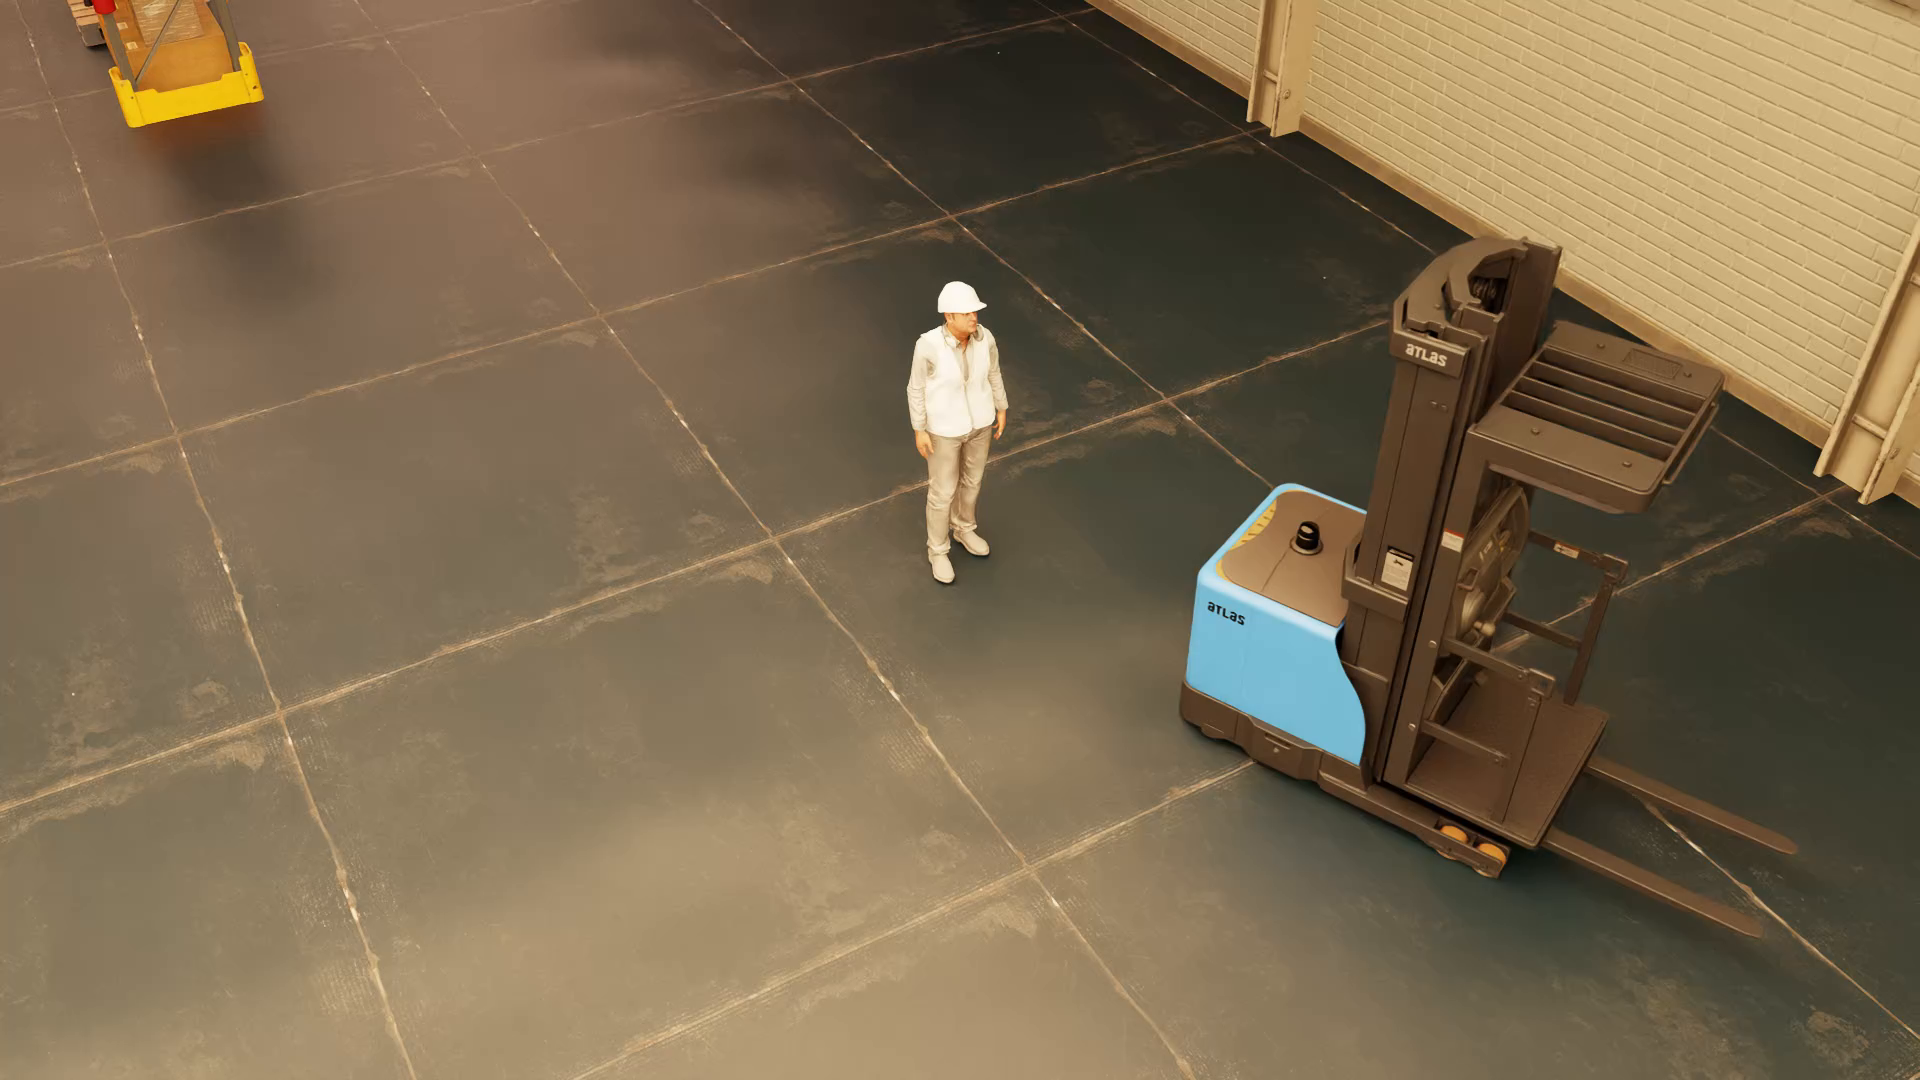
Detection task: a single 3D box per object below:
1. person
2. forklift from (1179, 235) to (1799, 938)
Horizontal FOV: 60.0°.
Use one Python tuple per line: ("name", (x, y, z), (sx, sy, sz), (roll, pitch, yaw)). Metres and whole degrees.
("person", (0.025, -0.651, 9.716), (0.633, 1.775, 0.566), (-20, 44, -23))
("forklift", (2.694, 0.163, 7.840), (3.031, 2.935, 1.130), (25, 46, 27))
